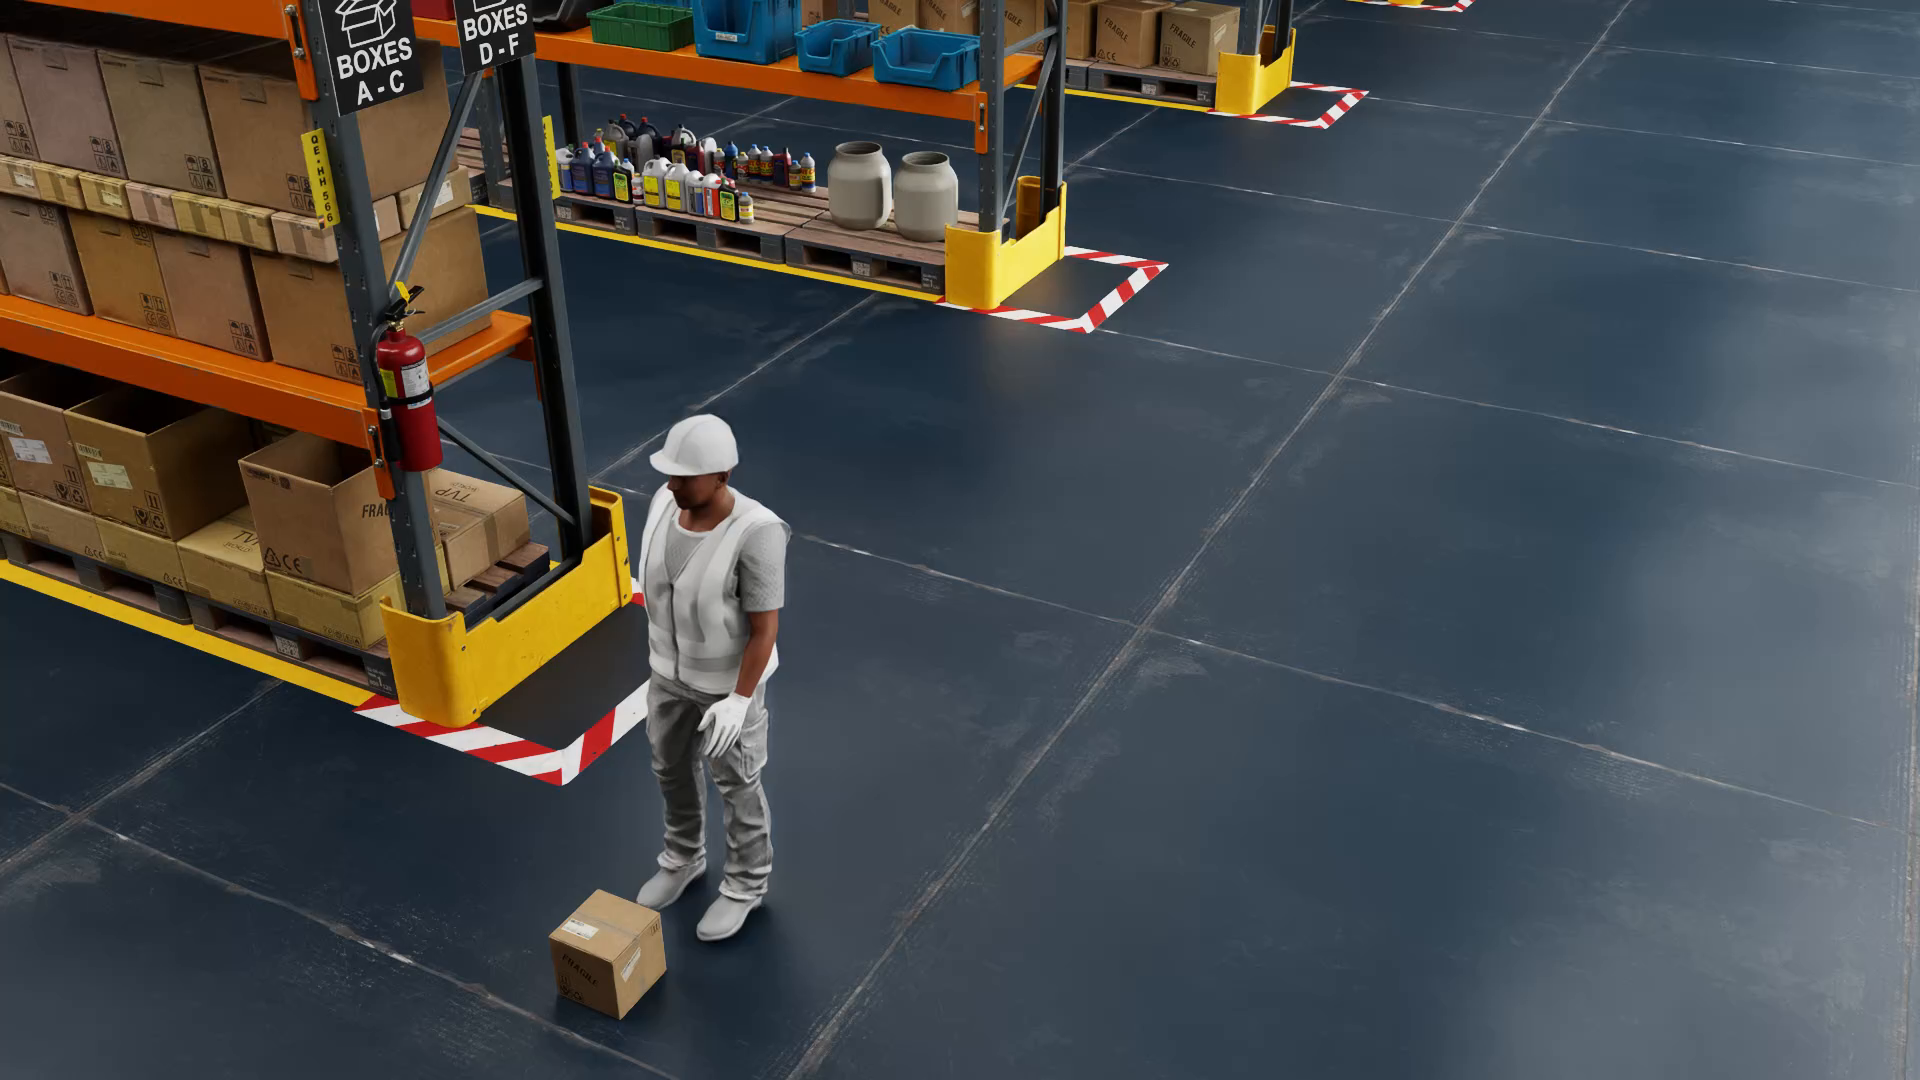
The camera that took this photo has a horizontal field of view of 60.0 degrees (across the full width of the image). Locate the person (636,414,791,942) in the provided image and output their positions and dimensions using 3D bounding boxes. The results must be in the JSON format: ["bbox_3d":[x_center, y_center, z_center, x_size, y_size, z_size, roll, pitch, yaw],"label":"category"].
[{"bbox_3d":[-0.824,0.456,5.294,0.569,1.808,0.494,18,34,29],"label":"person"}]
